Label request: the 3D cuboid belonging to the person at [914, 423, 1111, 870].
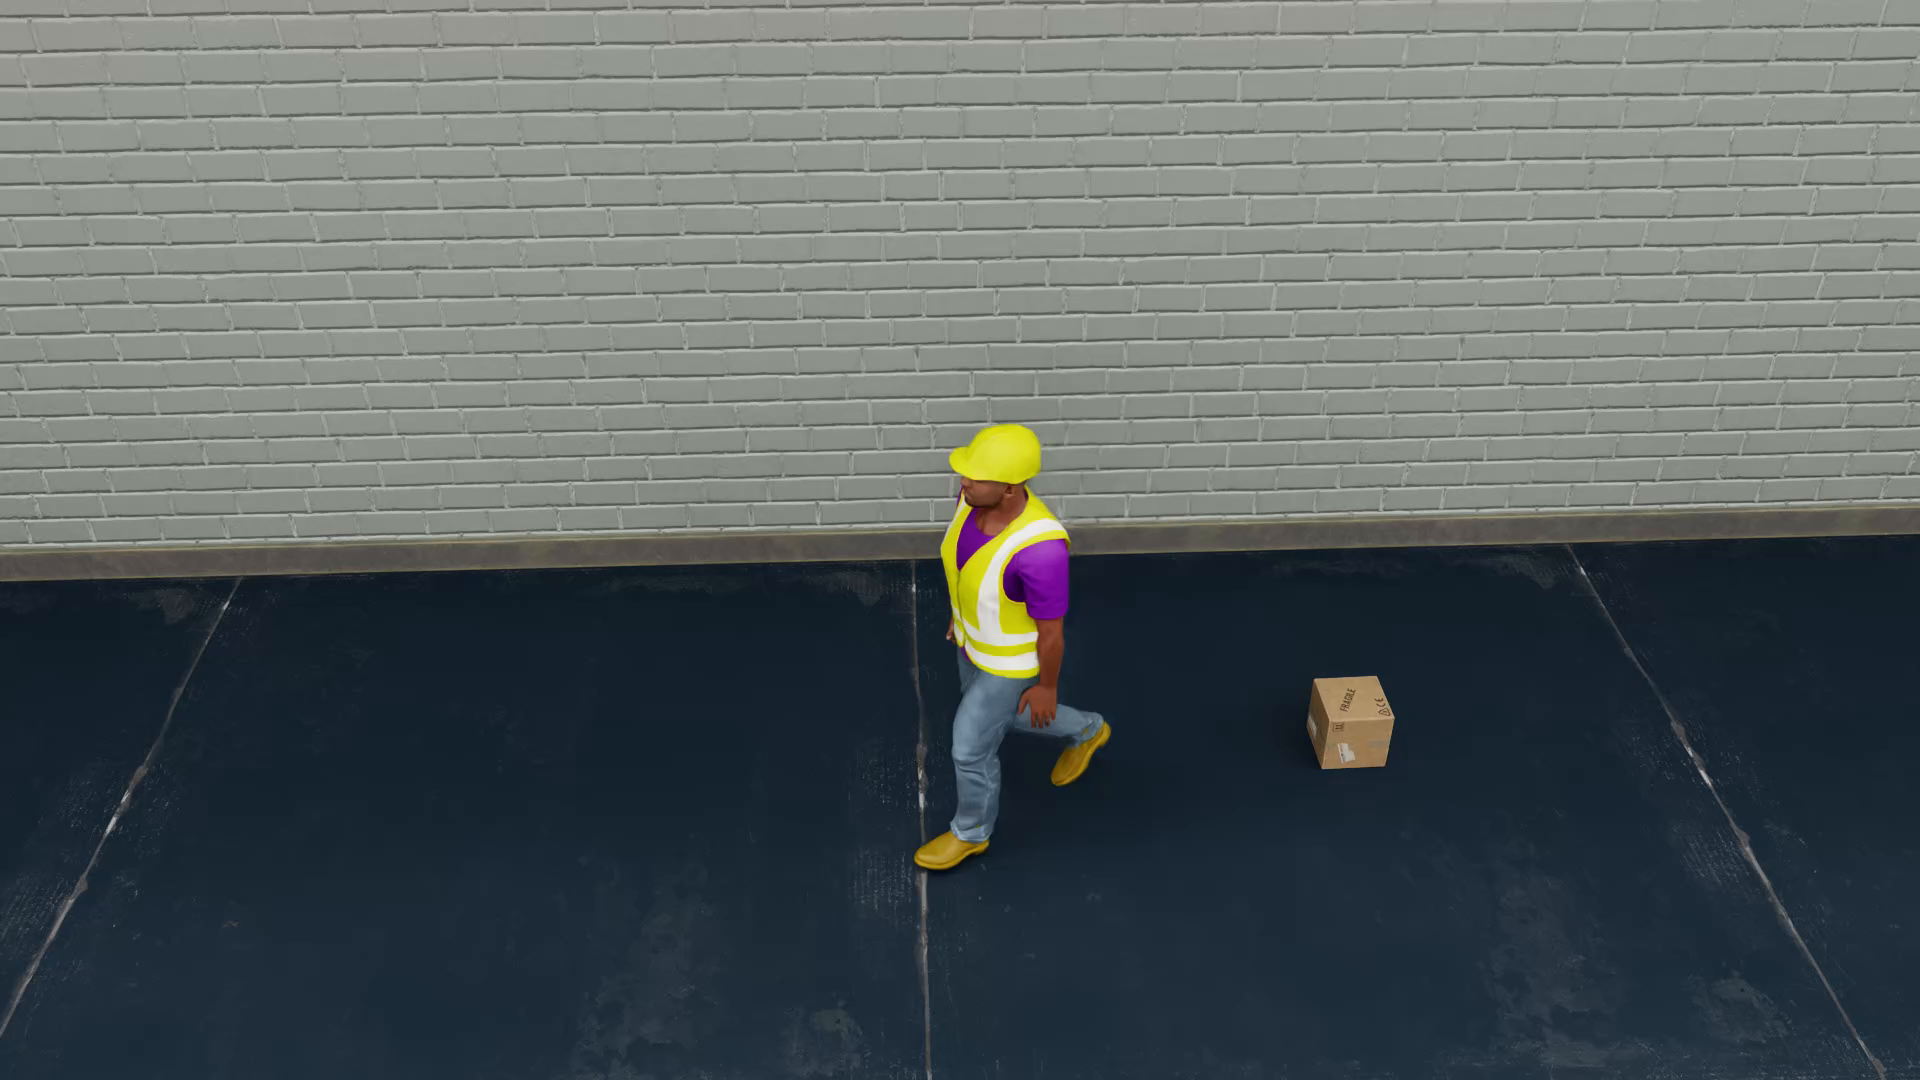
[{"bbox_3d":[0.192,0.326,5.646,0.850,1.744,0.583,-15,38,-20],"label":"person"}]
